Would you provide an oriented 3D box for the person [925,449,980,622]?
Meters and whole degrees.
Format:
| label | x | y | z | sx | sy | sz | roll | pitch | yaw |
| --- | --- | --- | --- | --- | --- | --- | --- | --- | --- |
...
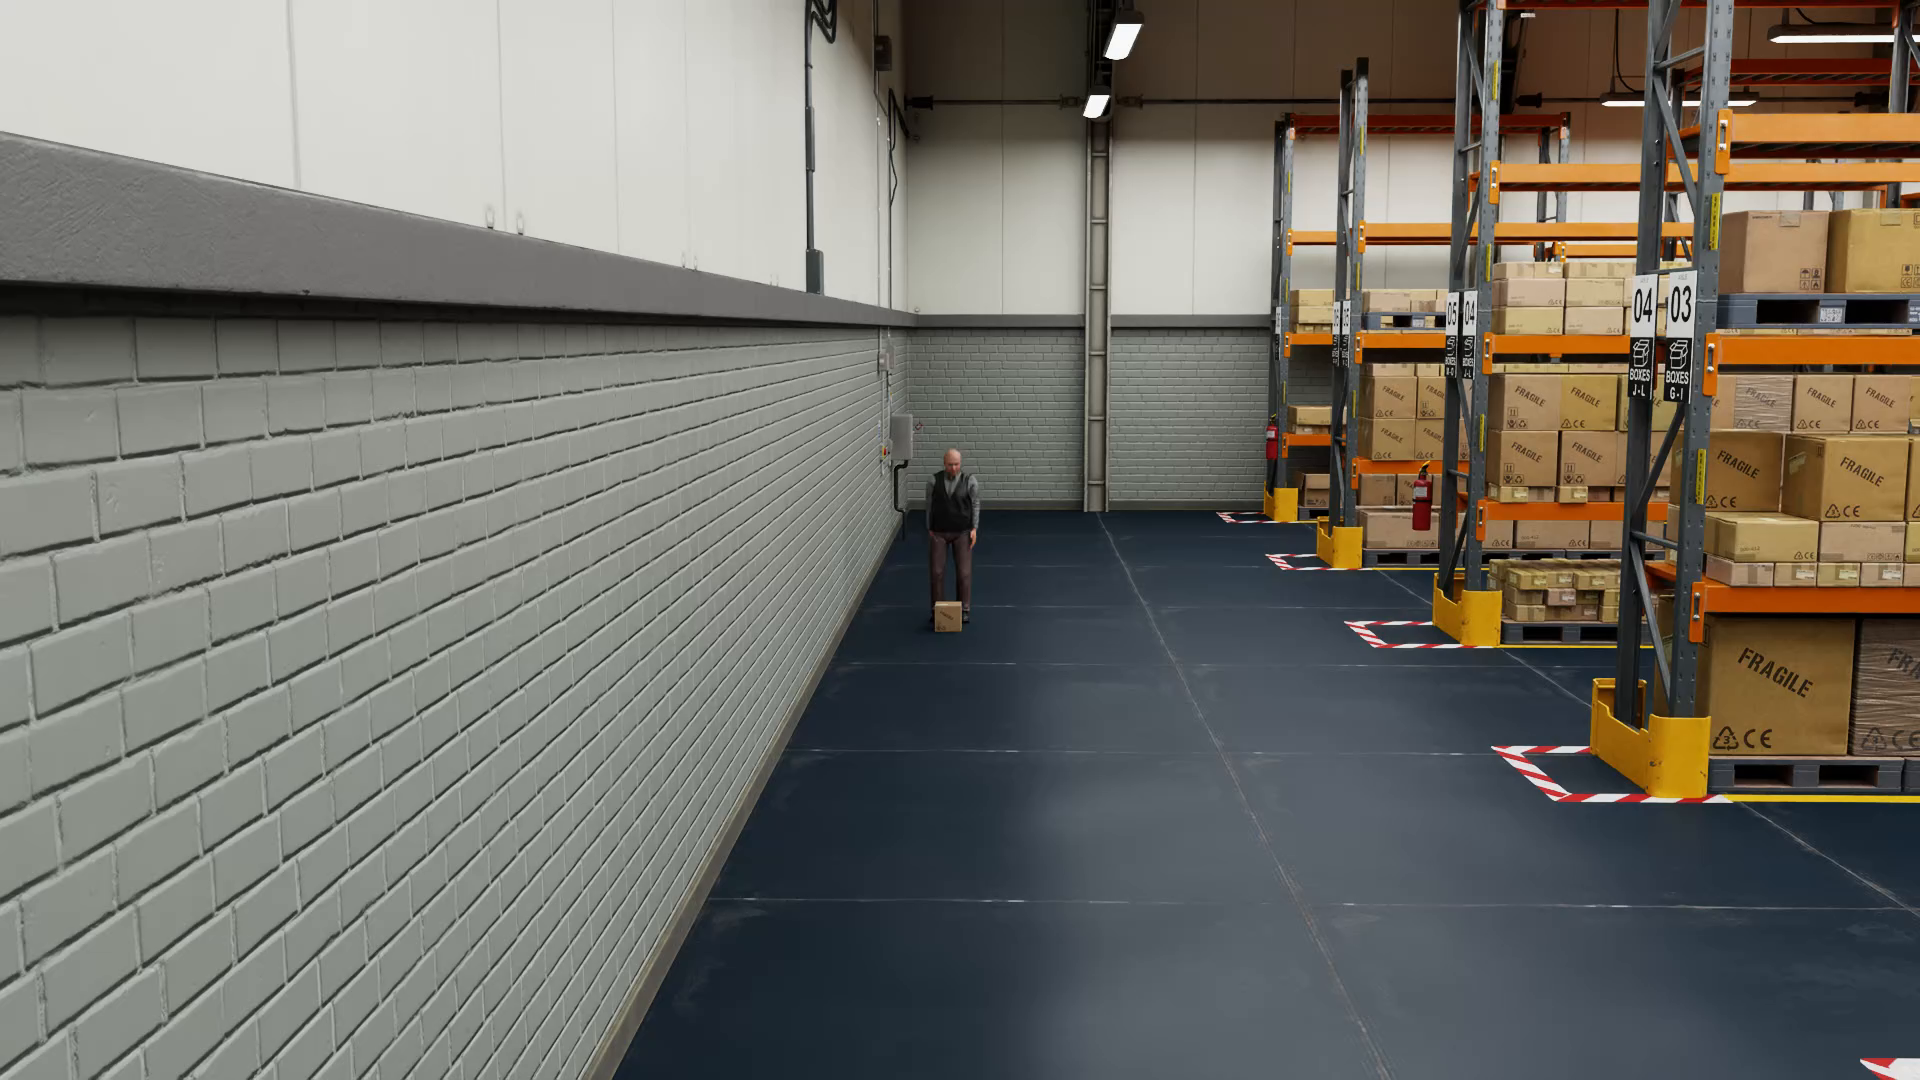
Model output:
| label | x | y | z | sx | sy | sz | roll | pitch | yaw |
| --- | --- | --- | --- | --- | --- | --- | --- | --- | --- |
| person | -0.071 | -0.045 | 16.321 | 0.540 | 1.705 | 0.343 | 0 | 7 | 2 |
